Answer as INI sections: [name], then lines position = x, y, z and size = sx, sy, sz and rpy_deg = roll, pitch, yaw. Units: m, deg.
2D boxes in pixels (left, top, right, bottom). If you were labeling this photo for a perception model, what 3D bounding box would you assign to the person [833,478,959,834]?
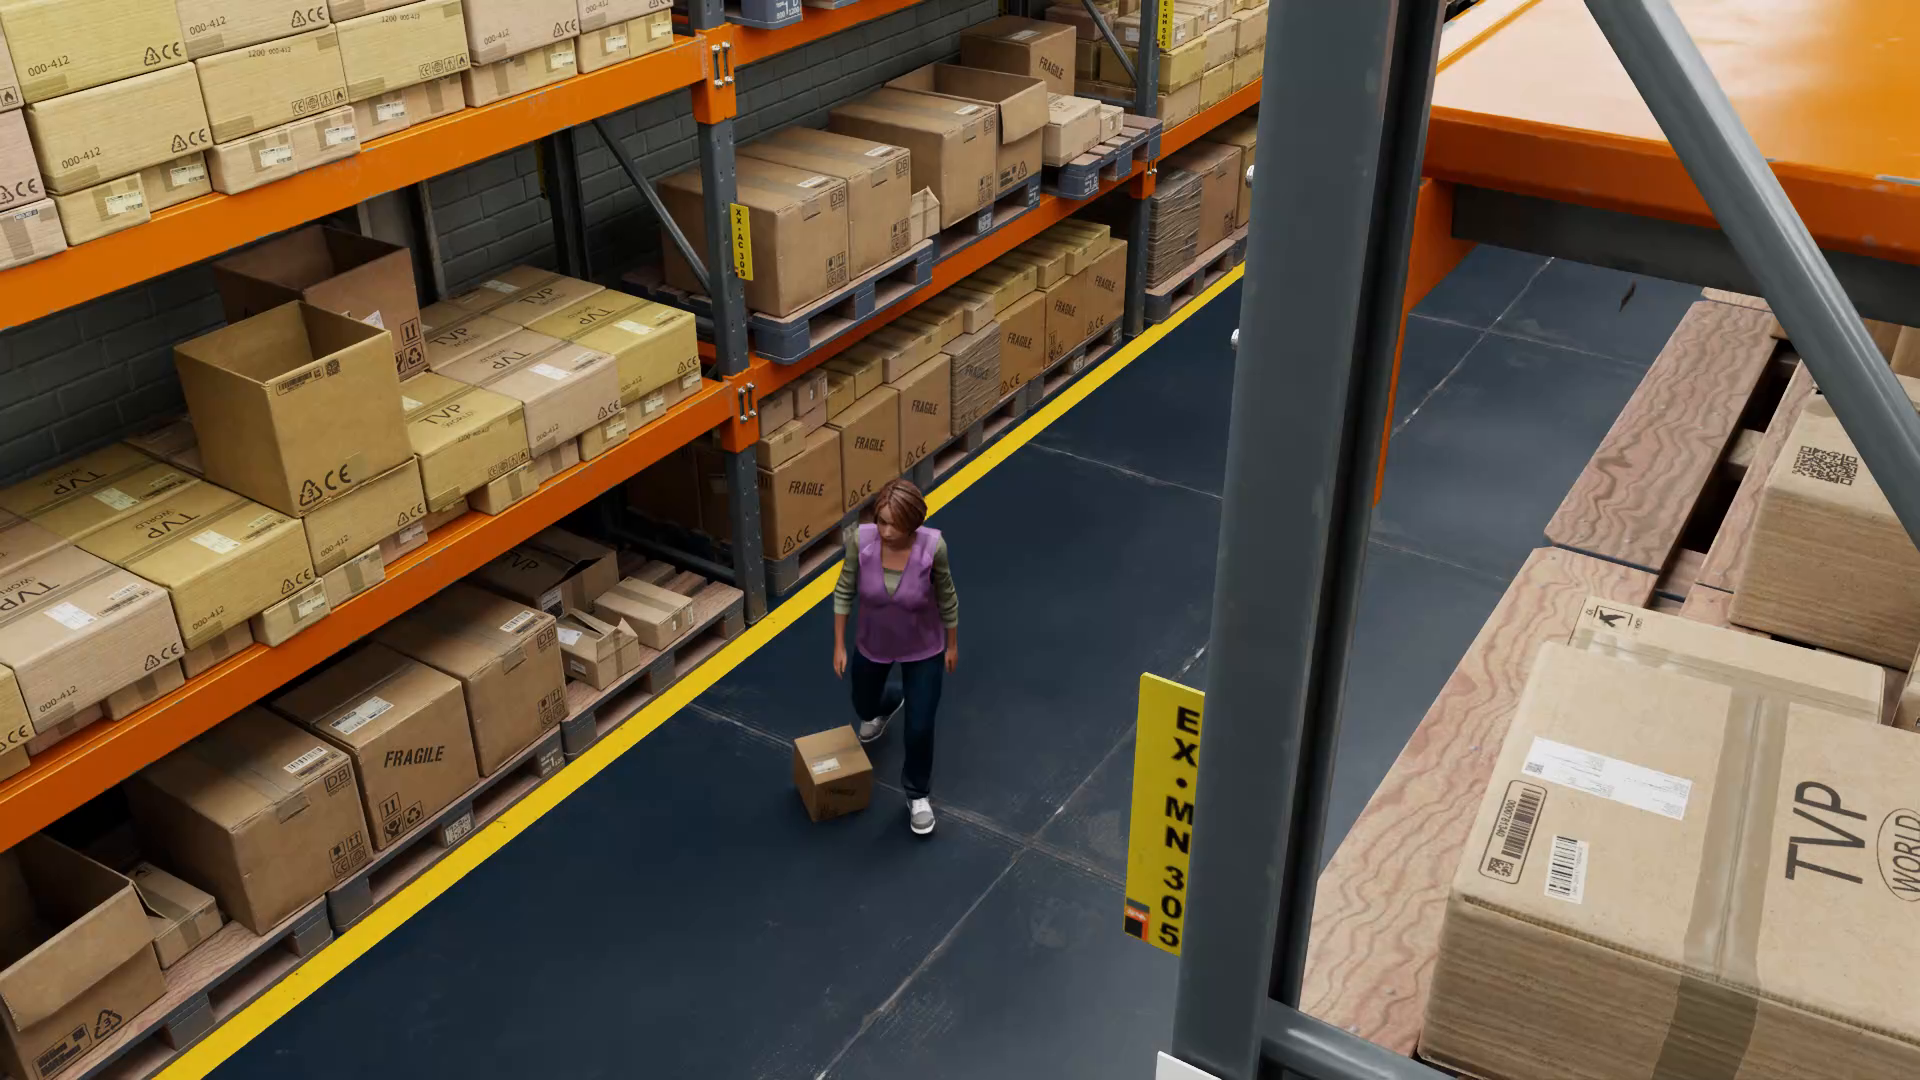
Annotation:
[person]
position = -0.228, 0.347, 6.553
size = 0.481, 1.555, 0.679
rpy_deg = 5, 31, 8
